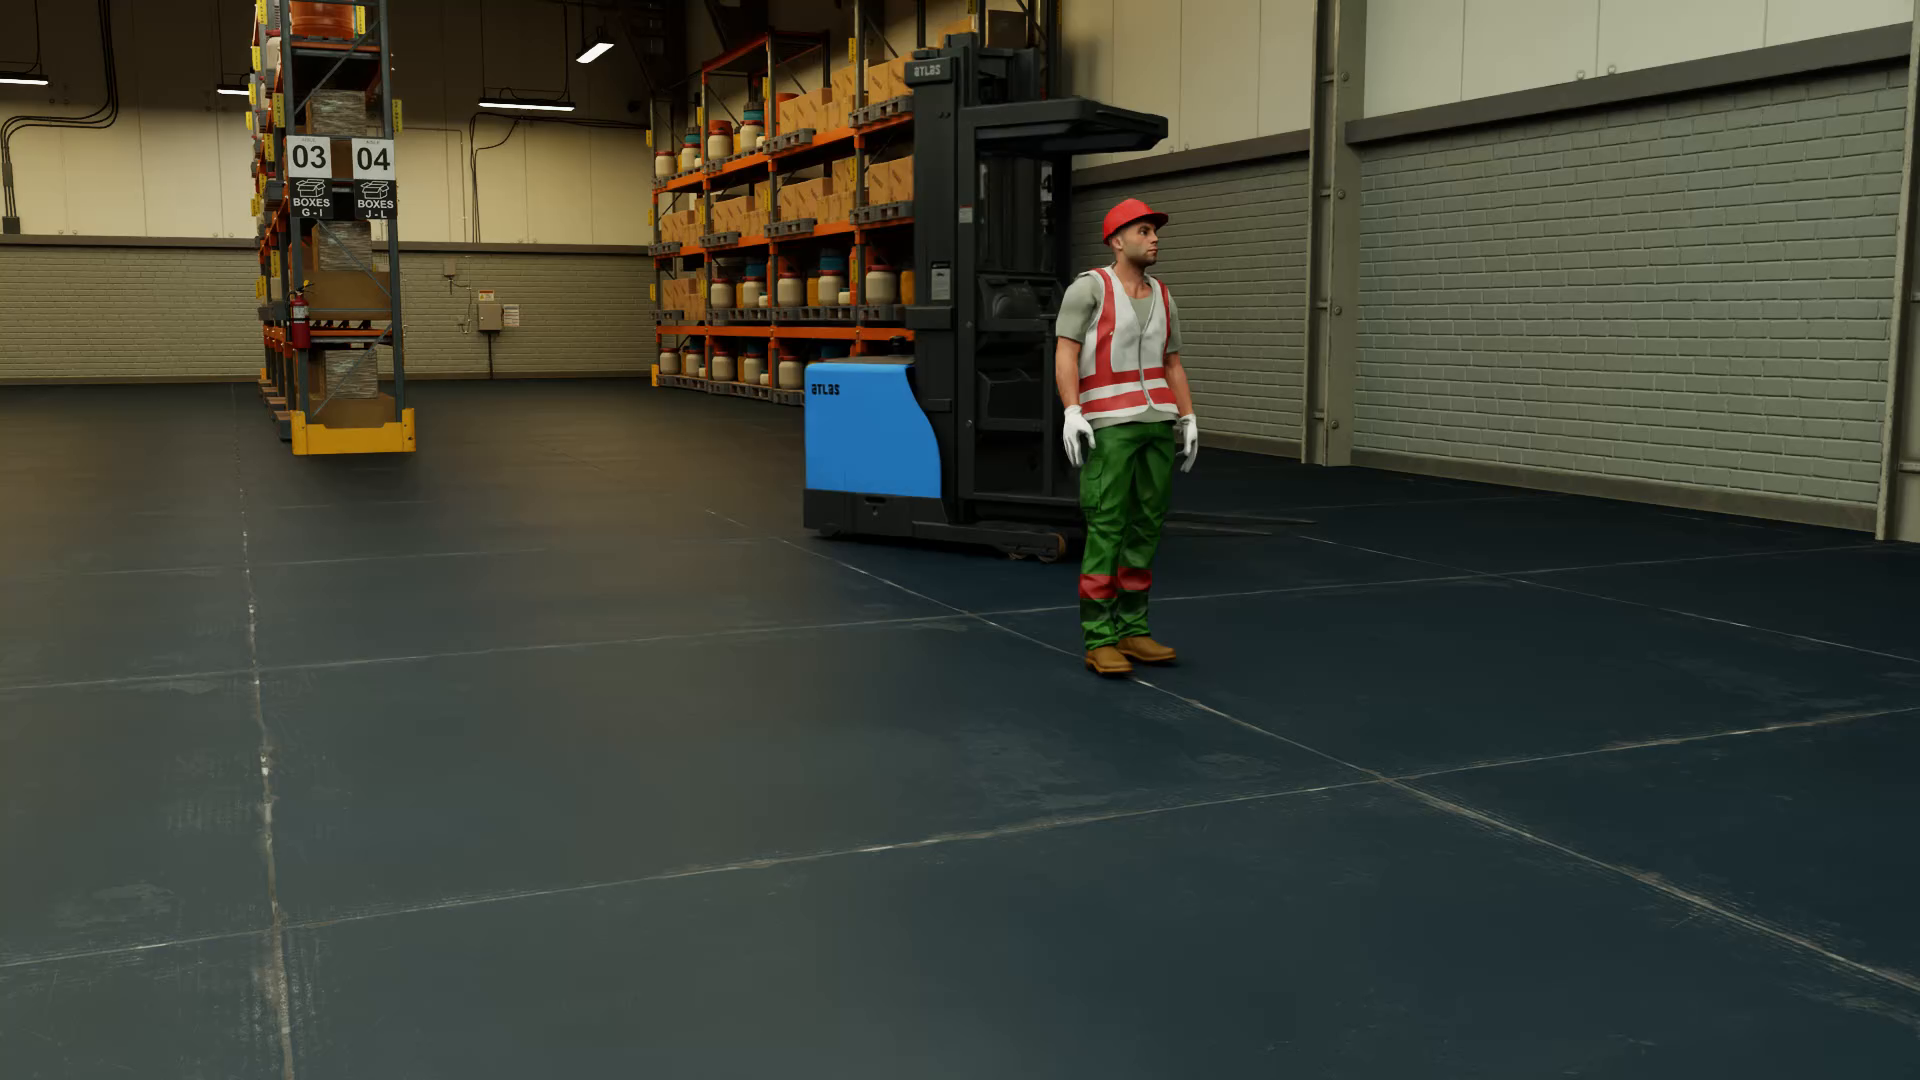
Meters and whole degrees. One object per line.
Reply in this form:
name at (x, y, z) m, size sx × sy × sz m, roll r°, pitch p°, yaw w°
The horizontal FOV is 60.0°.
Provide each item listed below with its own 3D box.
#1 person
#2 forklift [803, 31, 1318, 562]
person at (0.692, -0.416, 6.409) m, size 0.638 × 1.788 × 0.563 m, roll -5°, pitch 9°, yaw -31°
forklift at (0.545, -1.408, 9.616) m, size 3.031 × 2.935 × 1.130 m, roll 5°, pitch 9°, yaw 33°
